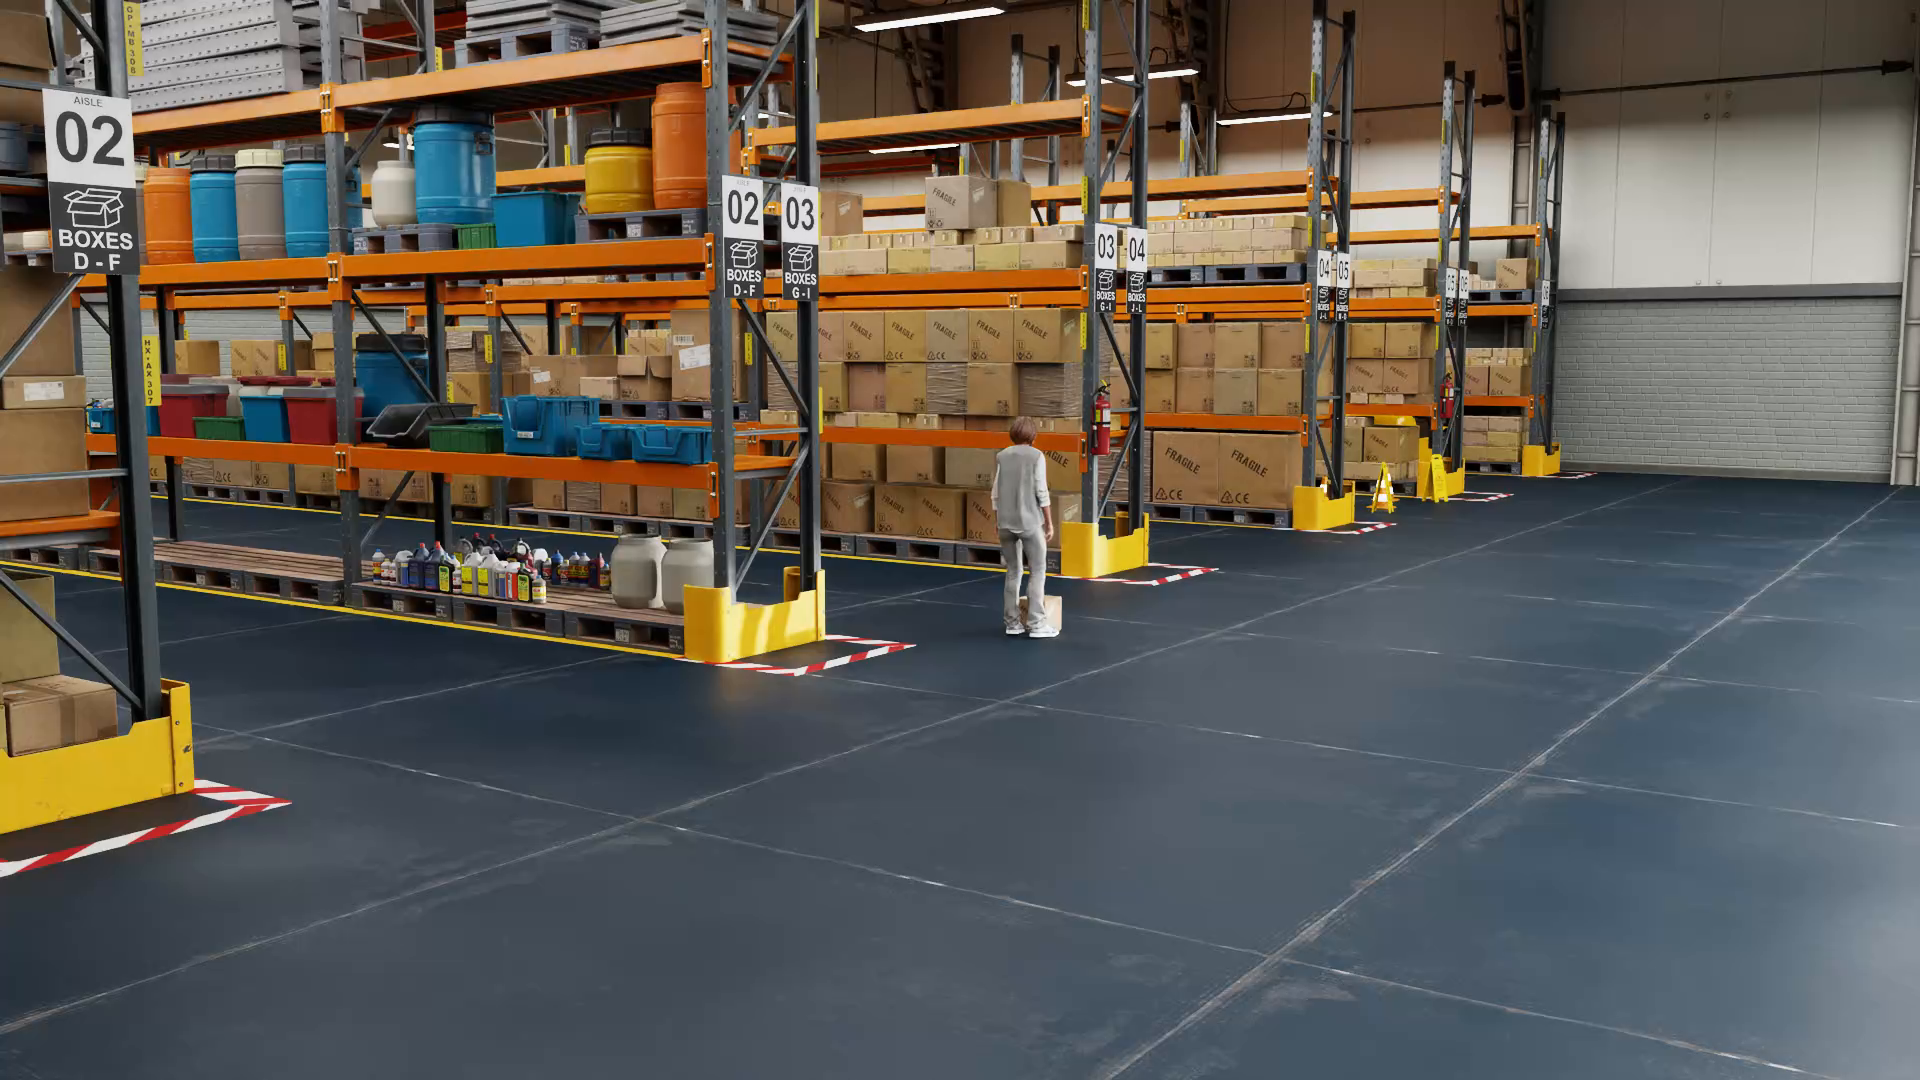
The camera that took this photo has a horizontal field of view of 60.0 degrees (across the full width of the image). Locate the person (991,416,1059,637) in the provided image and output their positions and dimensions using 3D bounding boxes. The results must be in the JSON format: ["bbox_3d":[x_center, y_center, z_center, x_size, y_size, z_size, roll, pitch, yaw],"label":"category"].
[{"bbox_3d":[0.458,-0.097,12.040,0.482,1.594,0.369,4,8,31],"label":"person"}]
